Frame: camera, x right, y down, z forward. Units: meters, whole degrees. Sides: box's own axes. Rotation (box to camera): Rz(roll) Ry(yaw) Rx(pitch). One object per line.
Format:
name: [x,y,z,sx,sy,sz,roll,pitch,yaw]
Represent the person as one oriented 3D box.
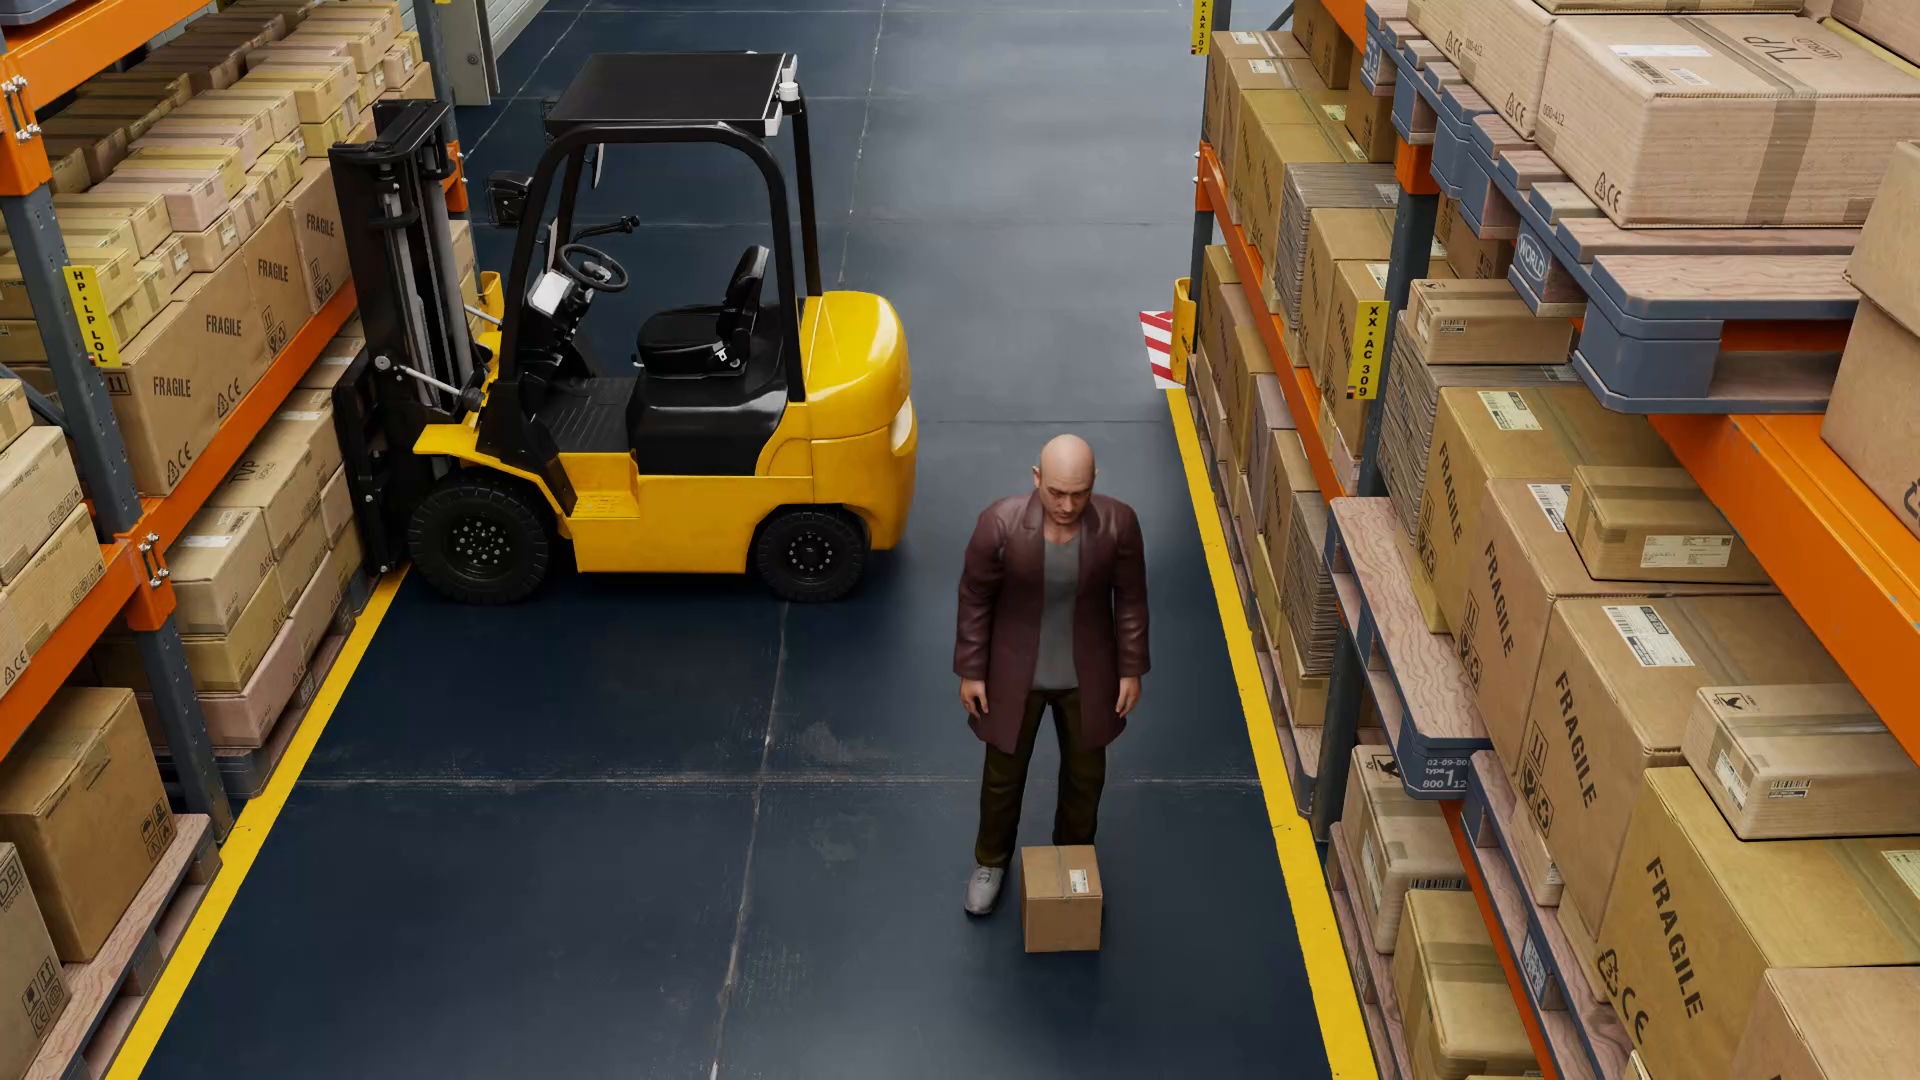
person: [0.298,0.435,5.428,0.644,1.774,0.423,-1,31,-2]
